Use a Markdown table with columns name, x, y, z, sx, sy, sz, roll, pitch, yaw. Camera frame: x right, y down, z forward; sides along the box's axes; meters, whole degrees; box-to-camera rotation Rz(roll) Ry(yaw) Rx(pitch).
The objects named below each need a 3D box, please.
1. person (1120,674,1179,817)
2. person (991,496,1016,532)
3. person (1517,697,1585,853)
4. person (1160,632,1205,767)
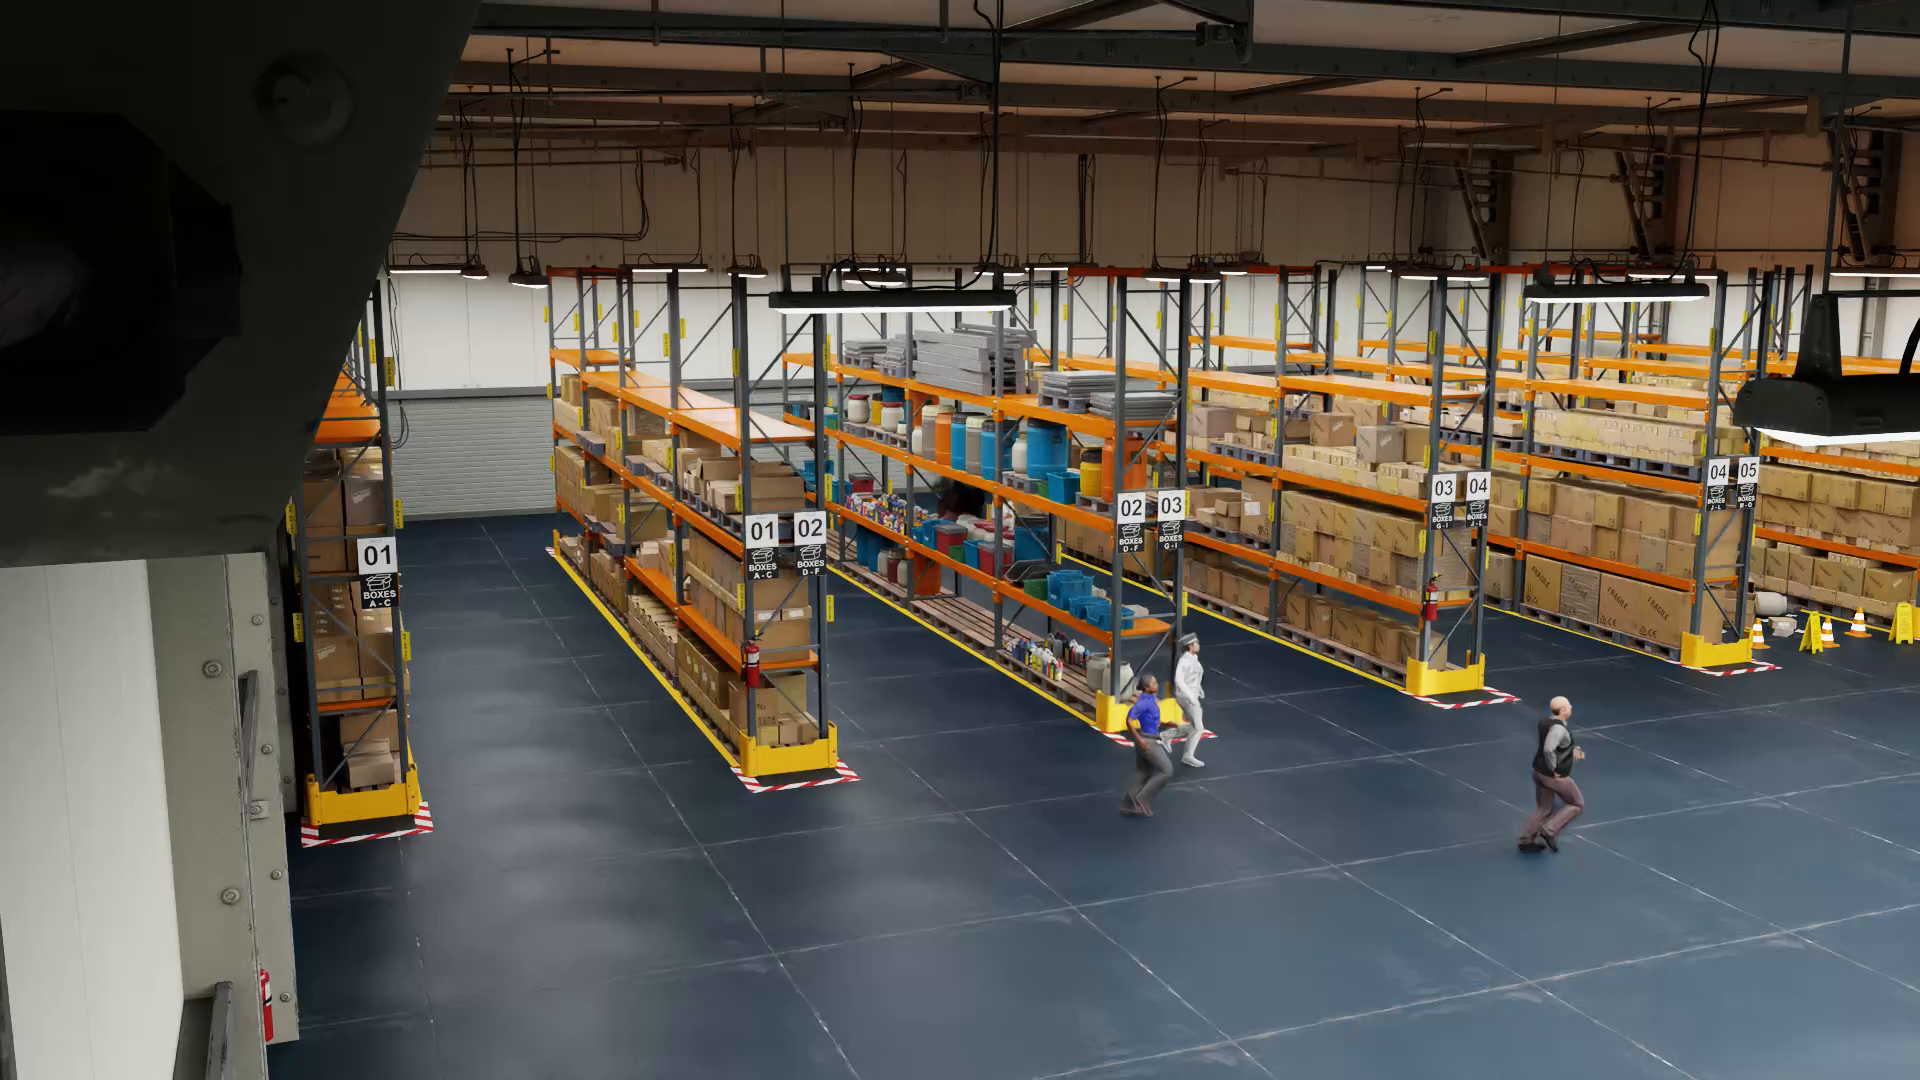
| name | x | y | z | sx | sy | sz | roll | pitch | yaw |
| --- | --- | --- | --- | --- | --- | --- | --- | --- | --- |
| person | 2.134 | 2.303 | 18.702 | 0.636 | 1.636 | 0.552 | 1 | 10 | 5 |
| person | 0.866 | -0.197 | 32.516 | 0.652 | 1.768 | 0.960 | -6 | 11 | -29 |
| person | 6.284 | 2.471 | 17.581 | 0.724 | 1.672 | 0.584 | -1 | 10 | -6 |
| person | 2.826 | 1.962 | 20.766 | 0.559 | 1.644 | 0.663 | 4 | 11 | 20 |
